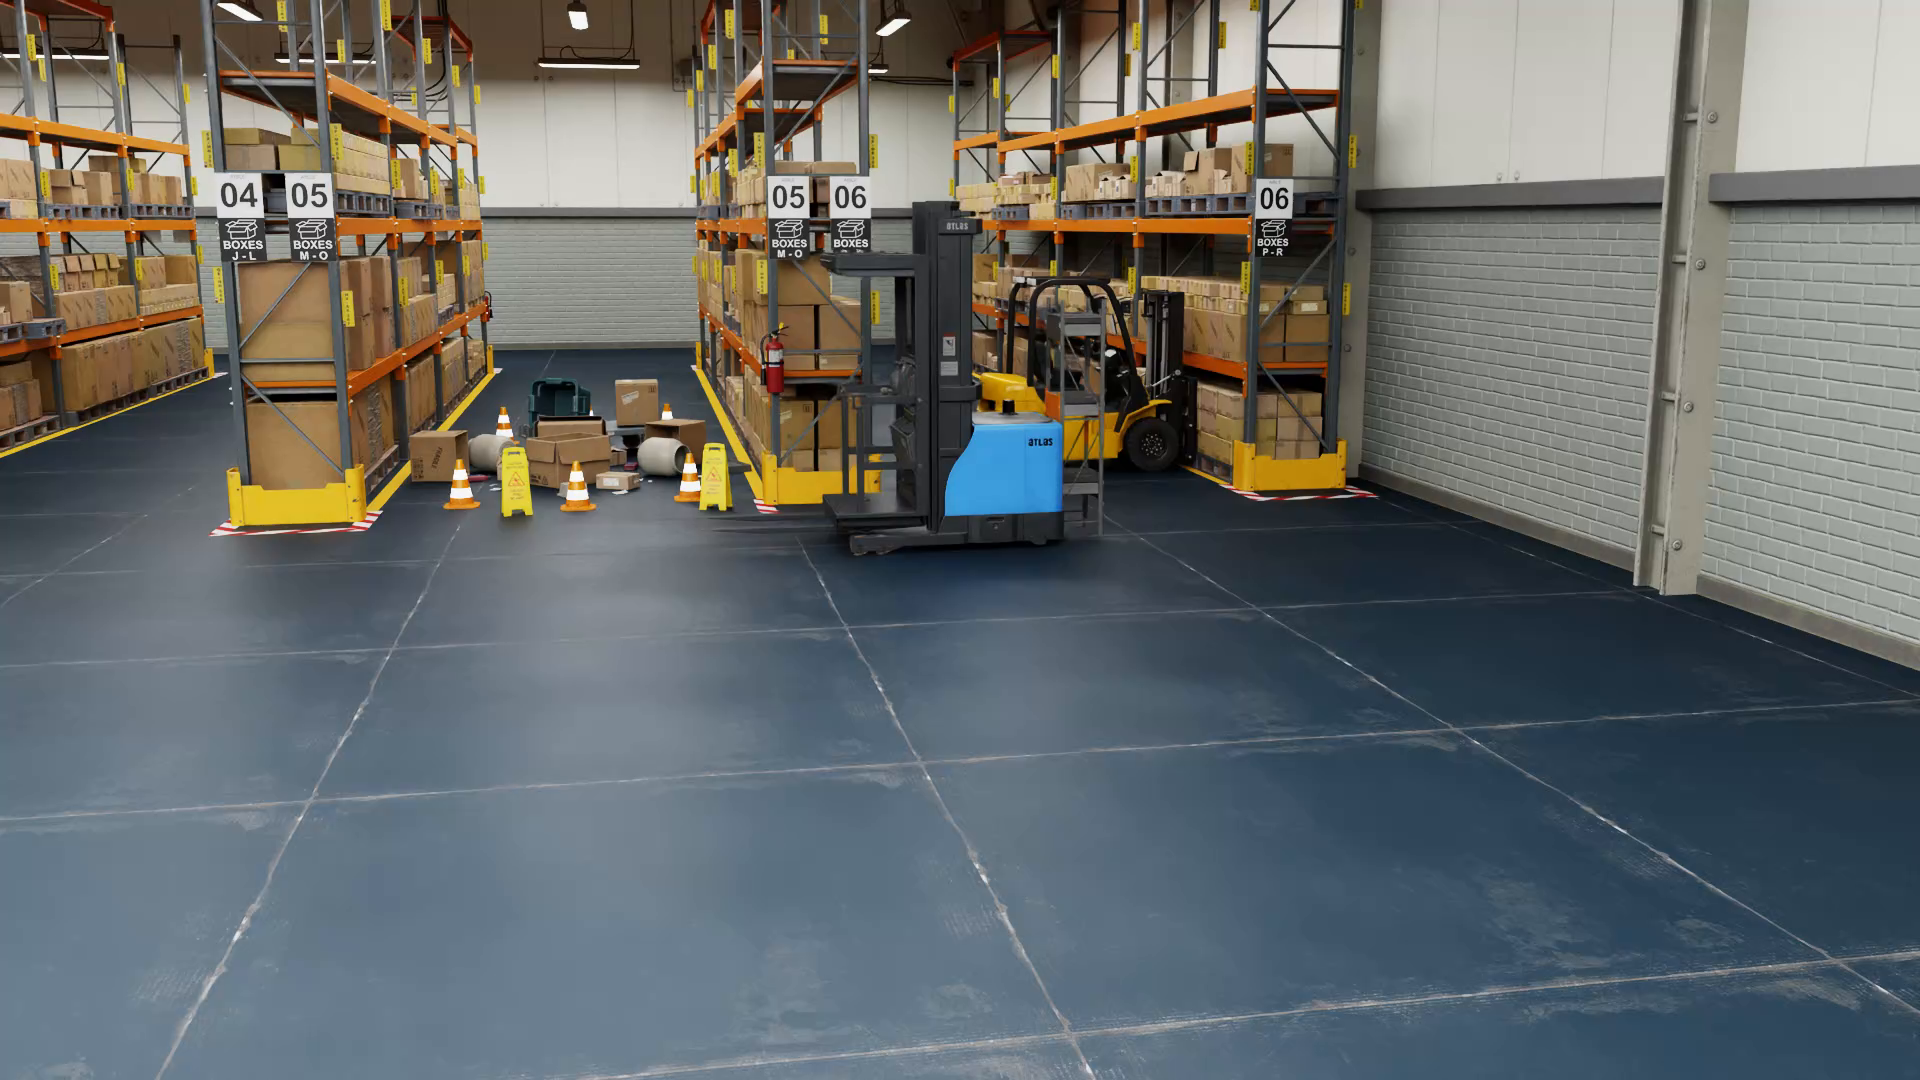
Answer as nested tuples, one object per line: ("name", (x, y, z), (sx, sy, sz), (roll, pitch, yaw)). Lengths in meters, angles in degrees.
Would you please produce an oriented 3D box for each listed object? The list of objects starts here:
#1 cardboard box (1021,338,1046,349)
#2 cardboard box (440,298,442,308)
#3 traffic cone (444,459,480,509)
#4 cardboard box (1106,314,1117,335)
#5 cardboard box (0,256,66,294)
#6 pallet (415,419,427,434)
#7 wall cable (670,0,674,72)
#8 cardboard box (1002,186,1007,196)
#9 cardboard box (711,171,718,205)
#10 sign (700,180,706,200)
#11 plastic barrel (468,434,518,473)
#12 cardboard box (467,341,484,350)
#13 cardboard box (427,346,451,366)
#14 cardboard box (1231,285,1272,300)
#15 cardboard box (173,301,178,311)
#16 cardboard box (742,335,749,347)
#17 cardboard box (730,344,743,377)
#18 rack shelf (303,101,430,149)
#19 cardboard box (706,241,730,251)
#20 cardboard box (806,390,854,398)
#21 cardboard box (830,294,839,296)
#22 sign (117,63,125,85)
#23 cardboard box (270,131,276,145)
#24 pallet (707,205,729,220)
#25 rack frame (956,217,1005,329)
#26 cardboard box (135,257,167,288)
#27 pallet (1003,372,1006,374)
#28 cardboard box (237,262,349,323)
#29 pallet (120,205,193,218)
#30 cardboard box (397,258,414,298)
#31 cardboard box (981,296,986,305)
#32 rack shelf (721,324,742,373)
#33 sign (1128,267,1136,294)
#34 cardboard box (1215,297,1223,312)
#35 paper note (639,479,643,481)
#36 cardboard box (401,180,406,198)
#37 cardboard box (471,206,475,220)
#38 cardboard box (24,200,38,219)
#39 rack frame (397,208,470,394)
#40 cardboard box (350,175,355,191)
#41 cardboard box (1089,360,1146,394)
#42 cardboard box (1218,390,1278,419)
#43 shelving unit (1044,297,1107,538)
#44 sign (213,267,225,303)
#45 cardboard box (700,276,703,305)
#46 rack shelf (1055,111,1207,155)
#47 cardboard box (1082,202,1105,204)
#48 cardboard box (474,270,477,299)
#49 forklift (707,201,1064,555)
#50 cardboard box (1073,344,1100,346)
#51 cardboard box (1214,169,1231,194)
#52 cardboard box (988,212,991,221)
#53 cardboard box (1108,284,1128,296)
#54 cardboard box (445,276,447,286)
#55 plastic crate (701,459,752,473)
("cardboard box", (1.232, -3.270, 27.682), (0.380, 0.149, 0.250), (-2, 11, -11))
("cardboard box", (-7.874, -3.496, 24.590), (0.380, 0.149, 0.250), (-2, 11, -9))
("traffic cone", (-4.927, -0.562, 16.413), (0.336, 0.463, 0.334), (-2, 11, -11))
("cardboard box", (2.252, -2.874, 22.176), (0.500, 0.250, 0.500), (-2, 11, -11))
("cardboard box", (-12.784, -3.642, 22.856), (0.797, 0.503, 0.637), (-2, 11, -9))
("pallet", (-7.459, -1.386, 21.415), (1.003, 0.211, 1.213), (-2, 11, -11))
("wall cable", (-7.393, -11.663, 35.861), (2.355, 3.000, 0.029), (-2, 11, -11))
("cardboard box", (0.911, -5.827, 27.751), (0.380, 0.149, 0.250), (-2, 11, -12))
("cardboard box", (-3.315, -5.229, 24.734), (0.700, 0.500, 0.500), (-3, 11, -14))
("sign", (-4.259, -5.805, 27.556), (0.100, 0.325, 0.005), (-2, 11, -11))
("plastic barrel", (-5.269, -0.975, 18.688), (0.512, 0.421, 0.421), (6, 12, 28))
("cardboard box", (-8.809, -3.513, 30.042), (0.380, 0.149, 0.250), (-2, 11, -12))
("cardboard box", (-7.768, -2.702, 24.426), (0.500, 0.250, 0.500), (-2, 11, -12))
("cardboard box", (3.133, -2.655, 17.827), (0.380, 0.149, 0.250), (-2, 11, -11))
("cardboard box", (-13.524, -3.975, 28.231), (0.380, 0.149, 0.250), (-2, 11, -10))
("cardboard box", (-2.412, -2.399, 19.949), (0.380, 0.149, 0.250), (-2, 11, -11))
("cardboard box", (-2.989, -2.618, 24.986), (0.875, 0.875, 0.875), (-2, 11, -12))
("rack shelf", (-7.383, -5.157, 20.718), (1.077, 0.370, 4.000), (-2, 11, -11))
("cardboard box", (-4.087, -4.963, 28.072), (0.380, 0.149, 0.250), (-2, 11, -12))
("cardboard box", (-1.377, -1.340, 17.940), (0.500, 0.500, 0.500), (-3, 11, -13))
("cardboard box", (-1.616, -2.525, 18.879), (0.500, 0.500, 0.500), (-2, 11, -9))
("sign", (-12.905, -7.165, 25.566), (0.100, 0.325, 0.005), (-2, 11, -11))
("cardboard box", (-6.712, -3.799, 15.761), (0.380, 0.149, 0.250), (-2, 11, -10))
("pallet", (-3.114, -4.822, 24.493), (1.213, 0.211, 1.003), (-2, 11, -8))
("rack frame", (0.376, -4.974, 32.806), (1.000, 3.000, 0.127), (-2, 11, -11))
("cardboard box", (-13.472, -4.422, 27.509), (0.500, 0.500, 0.500), (-2, 11, -13))
("pallet", (1.349, -2.722, 28.436), (1.003, 0.211, 1.213), (-2, 11, -11))
("cardboard box", (-6.251, -2.333, 15.643), (0.875, 0.550, 0.550), (-2, 11, -11))
("pallet", (-14.059, -5.727, 28.975), (1.003, 0.211, 1.213), (-2, 11, -11))
("cardboard box", (-7.493, -3.398, 21.584), (0.700, 0.500, 0.500), (-2, 11, -12))
("cardboard box", (0.596, -4.355, 30.225), (0.380, 0.149, 0.250), (-2, 11, -12))
("rack shelf", (-2.548, -2.605, 22.285), (1.077, 0.370, 4.000), (-2, 11, -11))
("sign", (2.179, -3.281, 21.029), (0.100, 0.325, 0.005), (-2, 11, -11))
("cardboard box", (3.039, -2.602, 18.342), (0.380, 0.149, 0.250), (-2, 11, -11))
("paper note", (-3.535, -0.656, 18.093), (0.148, 0.019, 0.142), (2, 11, 9))
("cardboard box", (-7.150, -4.407, 20.775), (0.396, 0.266, 0.258), (-2, 11, -11))
("cardboard box", (-8.668, -5.639, 28.677), (0.500, 0.250, 0.500), (-2, 11, -8))
("cardboard box", (-12.324, -4.287, 21.574), (0.500, 0.250, 0.500), (-2, 11, -11))
("rack frame", (-8.550, -3.860, 26.956), (1.000, 3.000, 0.127), (-2, 11, -11))
("cardboard box", (-6.117, -3.479, 16.210), (0.380, 0.149, 0.250), (-2, 11, -11))
("cardboard box", (2.306, -2.188, 23.399), (0.875, 0.625, 0.625), (-3, 11, -13))
("cardboard box", (3.092, -1.459, 17.897), (0.500, 0.250, 0.500), (-2, 11, -9))
("shelving unit", (1.021, -1.101, 14.868), (0.431, 2.100, 0.503), (-2, 11, -12))
("sign", (-6.751, -2.327, 15.172), (0.100, 0.325, 0.005), (-2, 11, -11))
("cardboard box", (-4.474, -4.558, 30.352), (0.500, 0.500, 0.500), (-2, 11, -11))
("rack shelf", (2.321, -5.537, 22.714), (1.077, 0.370, 4.000), (-2, 11, -11))
("cardboard box", (2.063, -5.224, 25.435), (0.380, 0.149, 0.250), (-2, 11, -11))
("cardboard box", (-8.698, -4.437, 28.923), (0.500, 0.500, 0.500), (-2, 11, -8))
("forklift", (-0.670, -1.418, 14.307), (3.031, 2.935, 1.130), (-2, 11, -11))
("cardboard box", (2.022, -3.056, 26.558), (0.380, 0.149, 0.250), (-3, 11, -14))
("cardboard box", (2.979, -3.890, 18.057), (0.396, 0.266, 0.258), (-2, 11, -11))
("cardboard box", (0.706, -5.740, 29.481), (0.380, 0.149, 0.250), (-2, 11, -9))
("cardboard box", (2.180, -3.332, 22.179), (0.380, 0.149, 0.250), (-2, 11, -13))
("cardboard box", (-8.084, -3.979, 25.537), (0.380, 0.149, 0.250), (-2, 11, -13))
("plastic crate", (-2.658, -0.840, 18.894), (0.402, 0.080, 0.583), (-6, 13, -31))
